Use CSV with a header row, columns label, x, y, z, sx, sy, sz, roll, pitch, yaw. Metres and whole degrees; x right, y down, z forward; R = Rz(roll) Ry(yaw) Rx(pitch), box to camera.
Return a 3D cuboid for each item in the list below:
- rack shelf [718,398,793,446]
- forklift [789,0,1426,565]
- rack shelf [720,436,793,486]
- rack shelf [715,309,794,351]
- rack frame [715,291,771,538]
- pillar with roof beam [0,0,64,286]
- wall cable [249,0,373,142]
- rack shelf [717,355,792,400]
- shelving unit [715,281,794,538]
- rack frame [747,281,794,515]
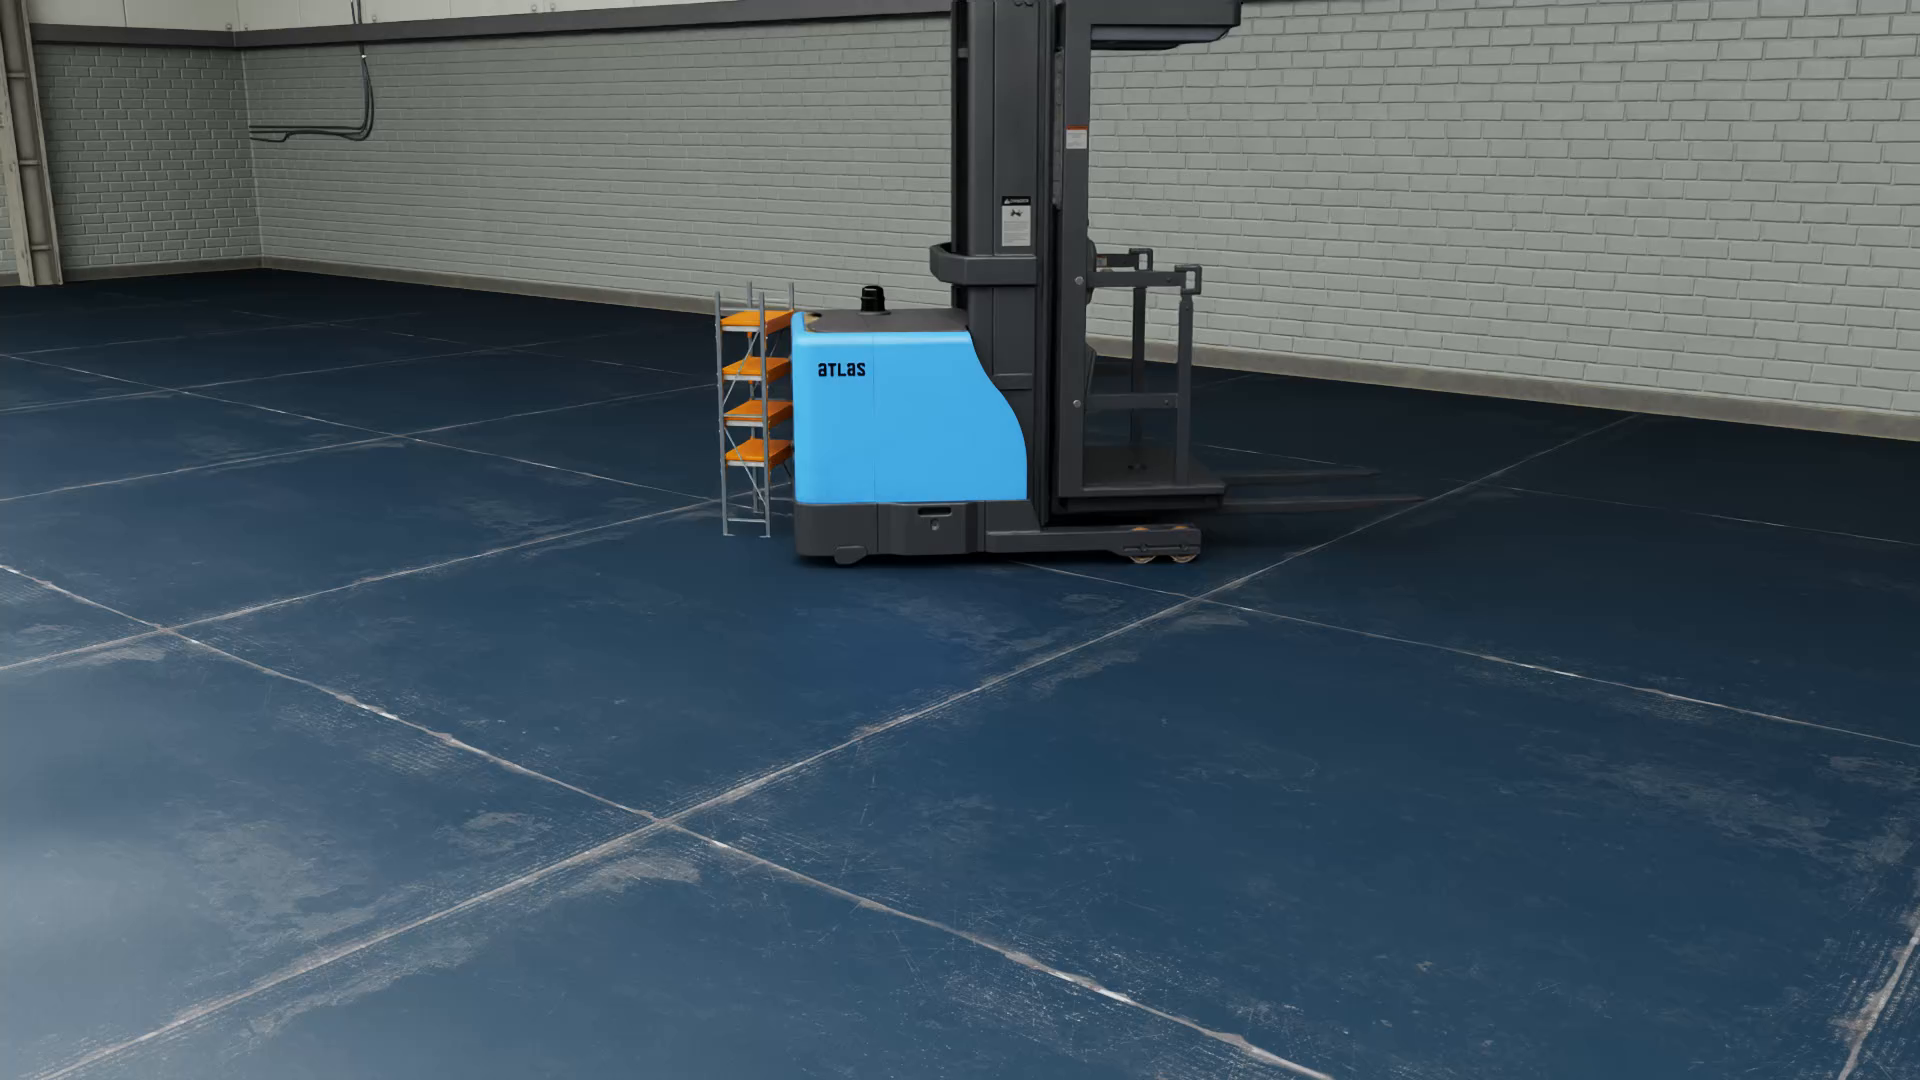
label,x,y,z,sx,sy,sz,roll,pitch,yaw
rack shelf,-1.001,-0.592,8.290,0.258,0.148,0.480,3,15,11
forklift,0.701,-1.442,7.847,3.031,2.935,1.130,-2,14,-6
rack shelf,-1.001,-0.400,8.339,0.258,0.148,0.480,3,15,11
rack shelf,-1.001,-1.038,8.177,0.258,0.148,0.480,3,15,11
rack frame,-1.048,-0.598,8.042,0.240,1.200,0.015,3,15,11
pillar with roof beam,-8.002,-6.853,16.824,9.100,9.000,0.400,11,18,38
wall cable,-8.471,-6.374,21.244,3.097,2.526,0.112,11,18,38
rack shelf,-1.001,-0.809,8.235,0.258,0.148,0.480,3,15,11
shelving unit,-1.001,-0.657,8.274,0.258,1.200,0.503,3,15,11
rack frame,-0.955,-0.716,8.506,0.240,1.200,0.015,3,15,11
